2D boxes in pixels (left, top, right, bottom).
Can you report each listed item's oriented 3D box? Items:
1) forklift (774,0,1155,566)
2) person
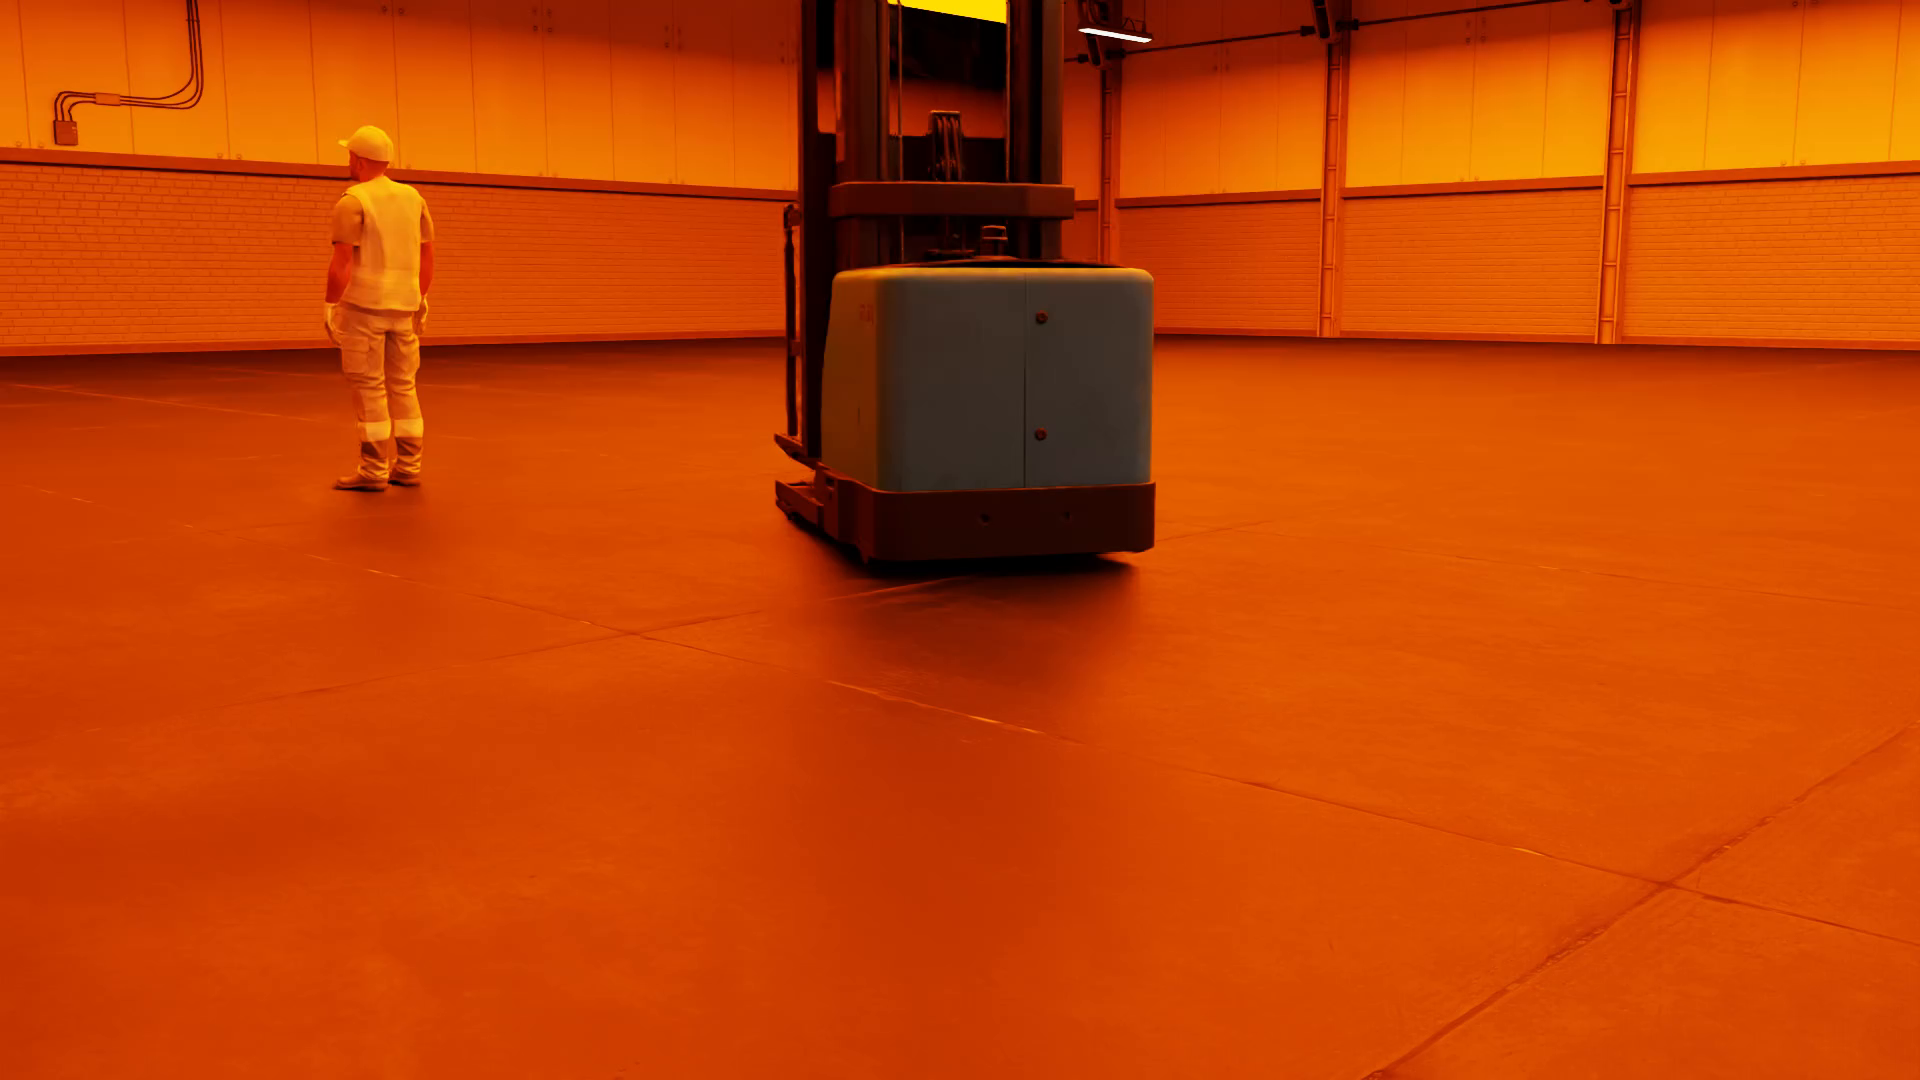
[{"bbox_3d":[-0.195,-1.538,7.090,1.130,2.935,3.031,-2,9,-16],"label":"forklift"},{"bbox_3d":[-2.954,-1.151,8.347,0.522,1.795,0.635,5,10,32],"label":"person"}]
